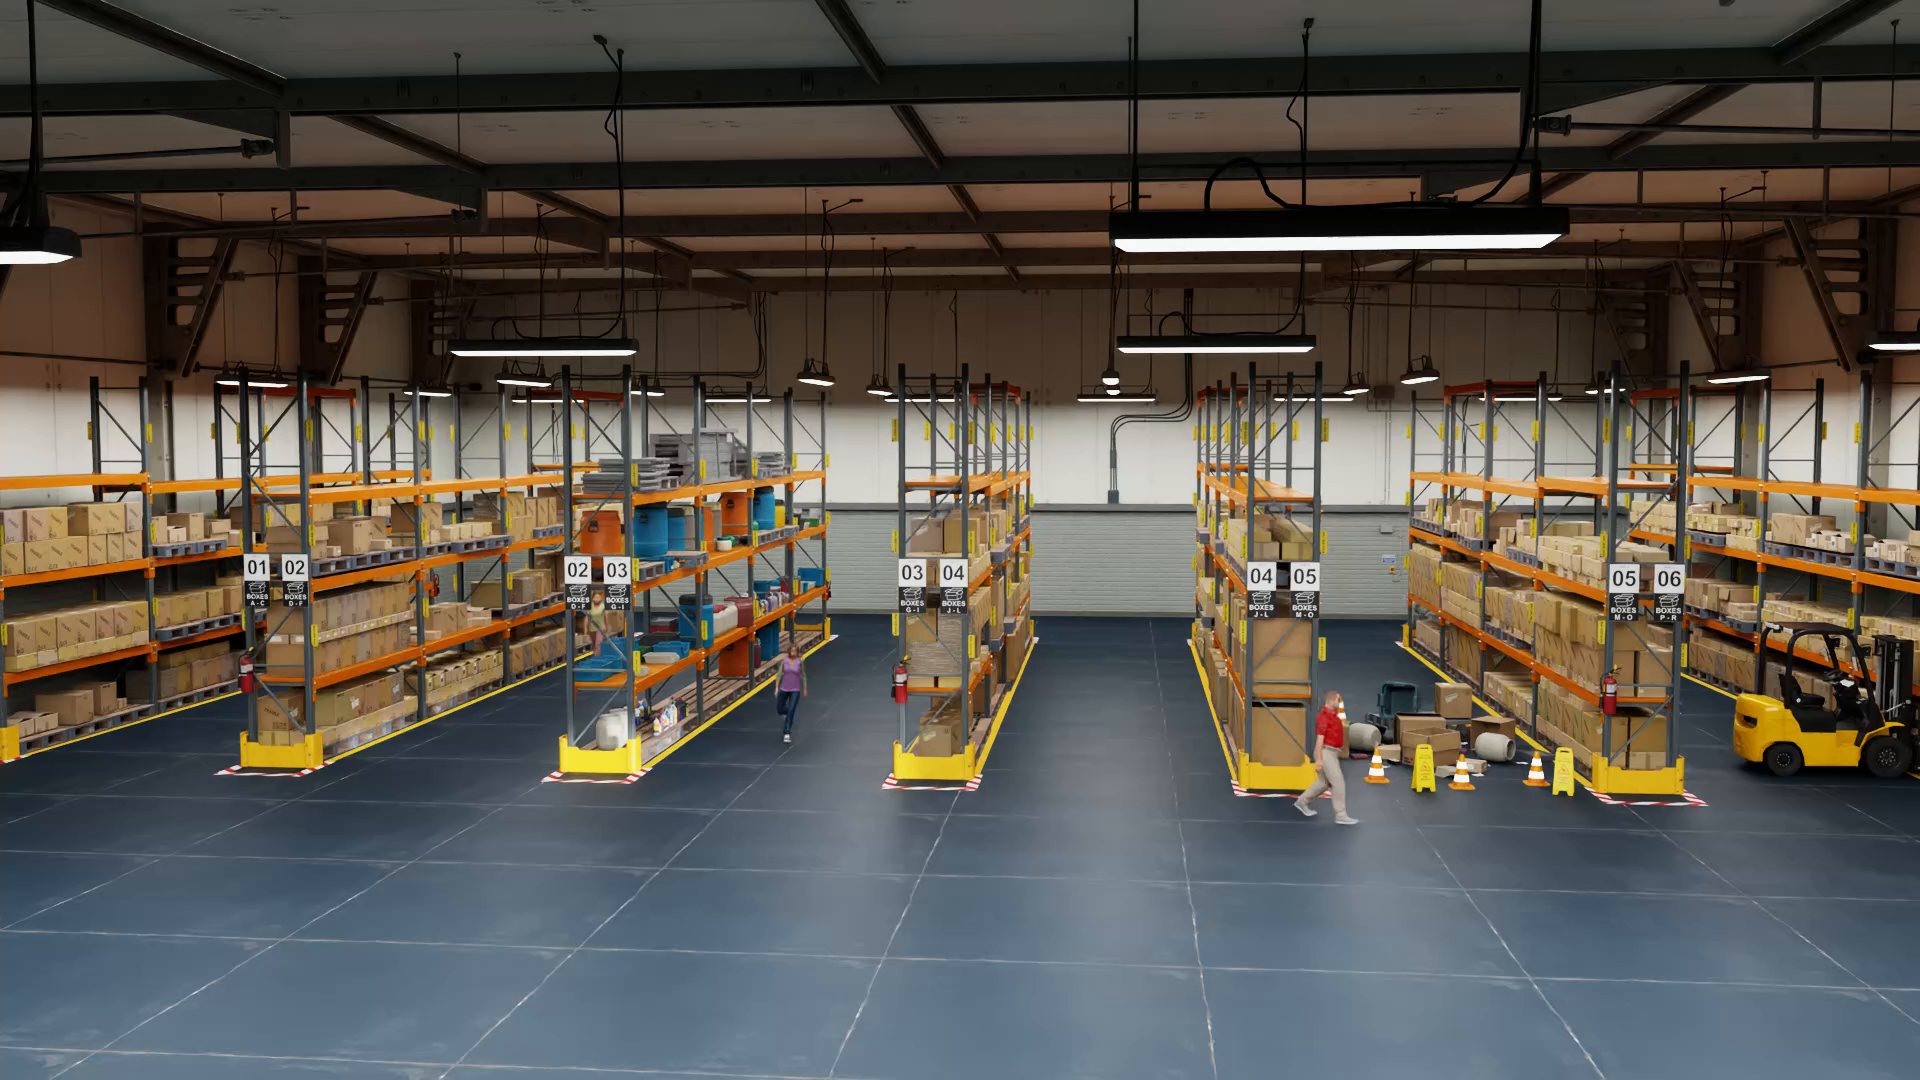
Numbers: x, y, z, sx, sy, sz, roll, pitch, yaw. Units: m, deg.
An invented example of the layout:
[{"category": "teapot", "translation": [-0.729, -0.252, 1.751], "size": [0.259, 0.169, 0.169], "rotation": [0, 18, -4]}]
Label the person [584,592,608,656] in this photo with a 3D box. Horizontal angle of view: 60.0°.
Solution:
[{"category": "person", "translation": [-7.750, 1.908, 35.318], "size": [0.432, 1.602, 1.060], "rotation": [1, 4, 9]}]

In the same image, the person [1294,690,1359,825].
[{"category": "person", "translation": [4.751, 2.778, 21.478], "size": [0.926, 1.684, 0.571], "rotation": [2, 4, 26]}]

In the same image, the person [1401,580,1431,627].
[{"category": "person", "translation": [11.719, 1.395, 42.706], "size": [1.019, 1.729, 0.555], "rotation": [-1, 4, -18]}]

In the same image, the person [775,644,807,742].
[{"category": "person", "translation": [-2.766, 2.476, 27.237], "size": [0.503, 1.561, 0.808], "rotation": [0, 4, 1]}]
